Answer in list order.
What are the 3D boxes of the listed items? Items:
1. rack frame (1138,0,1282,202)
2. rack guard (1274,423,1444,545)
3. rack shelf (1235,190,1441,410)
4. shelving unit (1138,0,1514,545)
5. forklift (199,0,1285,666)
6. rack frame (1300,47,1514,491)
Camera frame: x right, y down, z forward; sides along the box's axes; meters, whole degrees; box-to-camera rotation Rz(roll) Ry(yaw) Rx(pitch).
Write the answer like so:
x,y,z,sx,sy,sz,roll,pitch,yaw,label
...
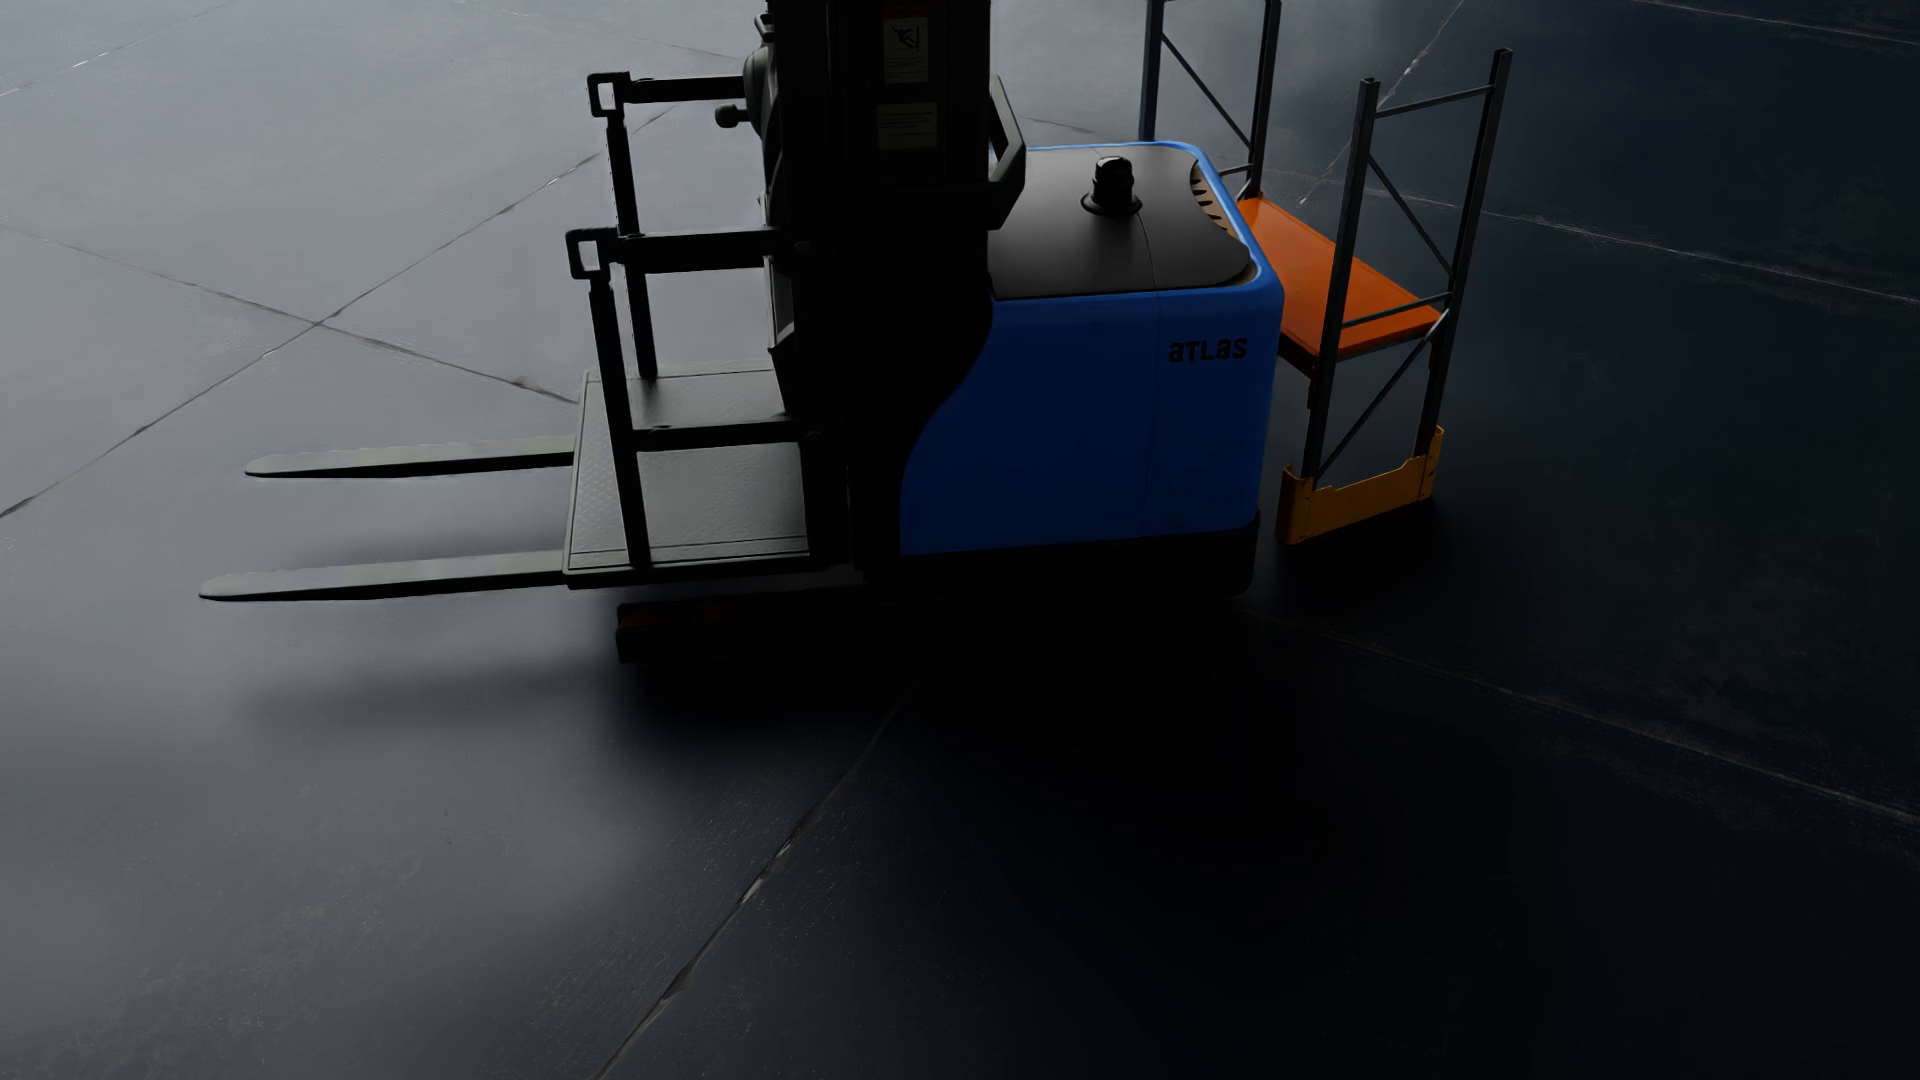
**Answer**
x,y,z,sx,sy,sz,roll,pitch,yaw,label
0.808,-1.217,5.612,0.500,1.500,0.032,-17,41,-22,rack frame
1.269,-0.184,5.286,0.587,0.250,0.087,-17,41,-22,rack guard
1.043,-0.801,5.362,0.538,0.185,1.000,-17,41,-22,rack shelf
1.039,-0.949,5.260,0.587,1.500,1.083,-17,41,-22,shelving unit
-0.681,-1.146,4.336,3.031,2.935,1.130,-4,37,-6,forklift
1.278,-0.672,4.894,0.500,1.500,0.032,-17,41,-22,rack frame
